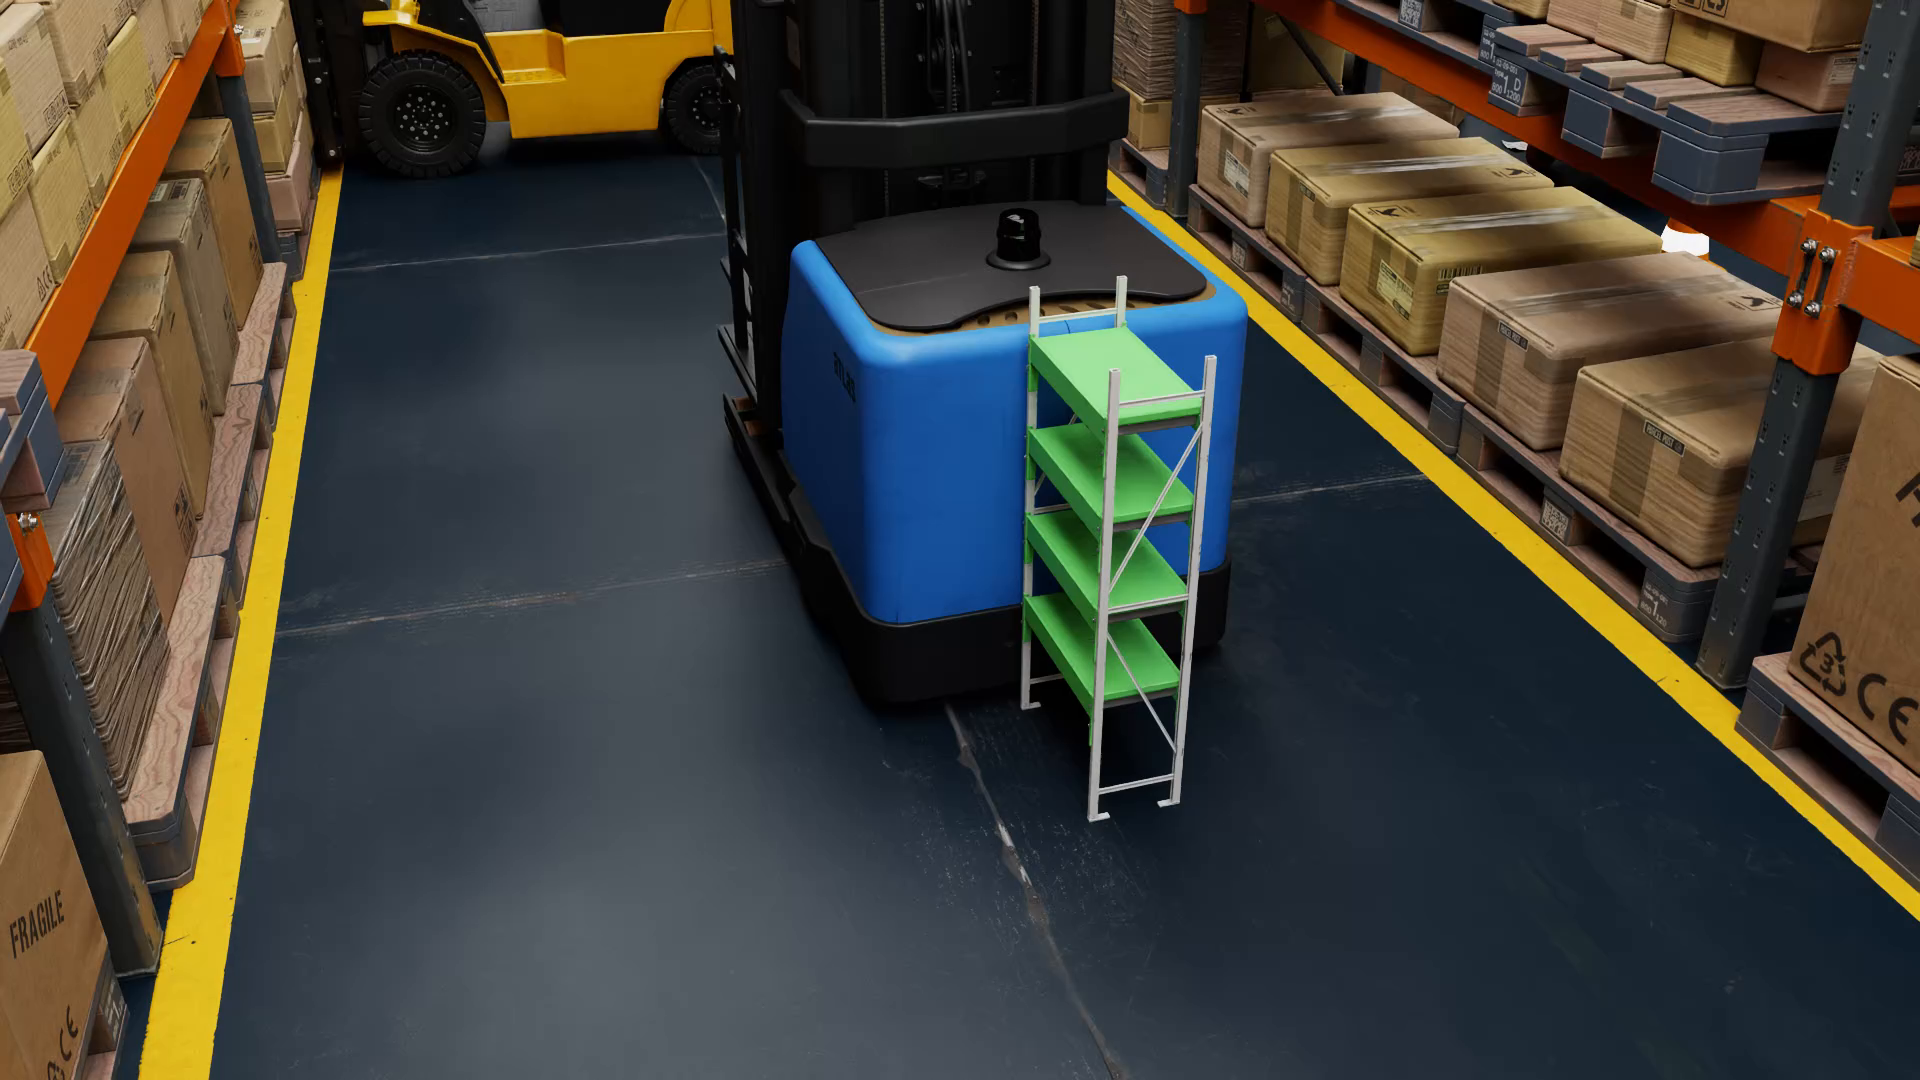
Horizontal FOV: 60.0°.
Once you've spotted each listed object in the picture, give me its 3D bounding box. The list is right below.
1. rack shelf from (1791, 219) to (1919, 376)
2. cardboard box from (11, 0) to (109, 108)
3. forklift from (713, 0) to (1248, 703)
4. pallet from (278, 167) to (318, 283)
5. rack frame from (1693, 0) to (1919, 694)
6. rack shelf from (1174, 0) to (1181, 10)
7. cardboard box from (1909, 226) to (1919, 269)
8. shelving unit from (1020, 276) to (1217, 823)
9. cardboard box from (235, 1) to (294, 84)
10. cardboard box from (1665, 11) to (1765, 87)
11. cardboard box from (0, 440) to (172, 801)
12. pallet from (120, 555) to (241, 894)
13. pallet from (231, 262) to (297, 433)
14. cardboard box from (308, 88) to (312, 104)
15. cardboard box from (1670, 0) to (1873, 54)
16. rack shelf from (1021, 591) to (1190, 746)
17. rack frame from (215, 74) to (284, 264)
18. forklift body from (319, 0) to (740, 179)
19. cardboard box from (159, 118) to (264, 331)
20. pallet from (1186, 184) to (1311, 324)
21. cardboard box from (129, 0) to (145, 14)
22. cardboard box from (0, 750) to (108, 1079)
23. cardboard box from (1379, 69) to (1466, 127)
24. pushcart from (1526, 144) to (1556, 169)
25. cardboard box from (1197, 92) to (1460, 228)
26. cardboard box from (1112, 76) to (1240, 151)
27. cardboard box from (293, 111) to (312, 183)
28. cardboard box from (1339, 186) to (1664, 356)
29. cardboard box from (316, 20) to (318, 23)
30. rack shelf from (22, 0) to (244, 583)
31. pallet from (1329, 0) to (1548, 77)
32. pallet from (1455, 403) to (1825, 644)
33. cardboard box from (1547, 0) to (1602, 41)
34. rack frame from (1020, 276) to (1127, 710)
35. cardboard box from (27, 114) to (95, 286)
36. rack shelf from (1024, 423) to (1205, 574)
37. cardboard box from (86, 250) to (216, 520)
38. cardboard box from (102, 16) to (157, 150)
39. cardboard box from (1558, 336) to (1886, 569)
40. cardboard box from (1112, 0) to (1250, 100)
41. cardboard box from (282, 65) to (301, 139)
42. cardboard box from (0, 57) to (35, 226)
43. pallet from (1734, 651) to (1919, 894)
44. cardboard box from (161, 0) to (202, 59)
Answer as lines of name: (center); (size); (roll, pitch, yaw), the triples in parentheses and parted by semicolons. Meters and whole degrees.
rack shelf: (3.072, 0.300, 2.455); (1.077, 0.370, 4.000); (-8, 31, -13)
cardboard box: (-2.379, -1.210, 3.998); (0.500, 0.250, 0.500); (-9, 31, -15)
forklift: (-0.191, -1.567, 5.031); (1.130, 2.935, 3.031); (-9, 31, -15)
pallet: (-3.476, -1.430, 7.509); (1.003, 0.211, 1.213); (-8, 31, -13)
rack frame: (2.541, -0.977, 3.943); (1.000, 3.000, 0.127); (-8, 31, -13)
rack shelf: (0.948, -3.563, 9.130); (1.077, 0.370, 4.000); (-8, 31, -13)
cardboard box: (2.428, -0.642, 3.515); (0.500, 0.250, 0.500); (-8, 31, -14)
shelving unit: (0.353, 0.032, 3.997); (0.258, 1.200, 0.503); (-9, 31, -15)
cardboard box: (-3.258, -2.195, 7.376); (0.500, 0.250, 0.500); (-8, 31, -13)
cardboard box: (2.086, -1.297, 4.328); (0.380, 0.149, 0.250); (-7, 31, -13)
cardboard box: (-2.396, 0.228, 3.813); (0.875, 0.625, 0.625); (-7, 31, -12)
pallet: (-2.425, 0.489, 4.194); (1.003, 0.211, 1.213); (-8, 31, -13)
pallet: (-3.072, -0.689, 6.230); (1.003, 0.211, 1.213); (-8, 31, -13)
cardboard box: (-3.532, -2.254, 8.475); (0.500, 0.250, 0.500); (-7, 31, -12)
cardboard box: (2.152, -1.513, 4.054); (0.500, 0.500, 0.500); (-9, 31, -15)
rack shelf: (0.353, 0.295, 4.149); (0.258, 0.148, 0.480); (-9, 31, -15)
rack frame: (-3.306, -2.247, 6.138); (1.000, 3.000, 0.127); (-8, 31, -13)
forklift body: (-2.105, -3.138, 8.525); (2.313, 2.155, 1.214); (-8, 31, -13)
cardboard box: (-3.156, -1.150, 6.195); (0.875, 0.625, 0.625); (-6, 31, -11)
pallet: (1.687, -1.326, 7.330); (1.003, 0.211, 1.213); (-8, 31, -13)
cardboard box: (-2.655, -1.700, 4.844); (0.500, 0.250, 0.500); (-7, 31, -12)
cardboard box: (-1.924, 0.761, 3.018); (0.500, 0.500, 0.500); (-7, 31, -12)
cardboard box: (2.506, -2.526, 9.113); (0.500, 0.500, 0.500); (13, 32, 21)
pushcart: (3.664, -2.101, 8.503); (1.648, 0.377, 0.936); (-20, 35, -30)
cardboard box: (1.621, -1.700, 7.397); (0.950, 0.372, 0.625); (-7, 31, -13)
cardboard box: (1.063, -2.150, 8.296); (0.500, 0.250, 0.500); (-6, 31, -11)
cardboard box: (-3.265, -1.760, 7.621); (0.500, 0.250, 0.500); (-9, 31, -14)
cardboard box: (2.001, -1.018, 6.218); (0.950, 0.372, 0.625); (-7, 31, -12)
cardboard box: (-3.657, -2.703, 8.753); (0.500, 0.250, 0.500); (-9, 31, -14)
rack shelf: (-2.775, -0.970, 4.649); (1.077, 0.370, 4.000); (-8, 31, -13)
pallet: (1.976, -1.844, 5.634); (1.003, 0.211, 1.213); (-8, 31, -13)
pallet: (2.335, -0.148, 5.294); (1.003, 0.211, 1.213); (-8, 31, -13)
cardboard box: (1.917, -1.535, 4.739); (0.380, 0.149, 0.250); (-9, 31, -16)
rack frame: (0.278, -0.084, 4.198); (0.240, 1.200, 0.015); (-9, 31, -15)
cardboard box: (-2.255, -0.741, 3.685); (0.500, 0.250, 0.500); (-9, 31, -14)
rack shelf: (0.353, -0.120, 3.909); (0.258, 0.148, 0.480); (-9, 31, -15)
cardboard box: (-2.756, -0.412, 4.918); (0.875, 0.625, 0.625); (-9, 31, -15)
cardboard box: (-2.534, -1.239, 4.546); (0.500, 0.250, 0.500); (-7, 31, -12)
cardboard box: (2.400, -0.296, 4.970); (0.950, 0.372, 0.625); (-10, 32, -17)
cardboard box: (1.063, -2.475, 8.109); (0.500, 0.500, 0.500); (-8, 31, -14)
cardboard box: (-3.272, -1.973, 7.490); (0.500, 0.250, 0.500); (-8, 31, -14)
cardboard box: (-2.102, -0.717, 3.144); (0.500, 0.250, 0.500); (-8, 31, -13)
pallet: (2.677, 0.621, 3.967); (1.003, 0.211, 1.213); (-8, 31, -13)
cardboard box: (-2.781, -1.731, 5.397); (0.500, 0.250, 0.500); (-8, 31, -14)
